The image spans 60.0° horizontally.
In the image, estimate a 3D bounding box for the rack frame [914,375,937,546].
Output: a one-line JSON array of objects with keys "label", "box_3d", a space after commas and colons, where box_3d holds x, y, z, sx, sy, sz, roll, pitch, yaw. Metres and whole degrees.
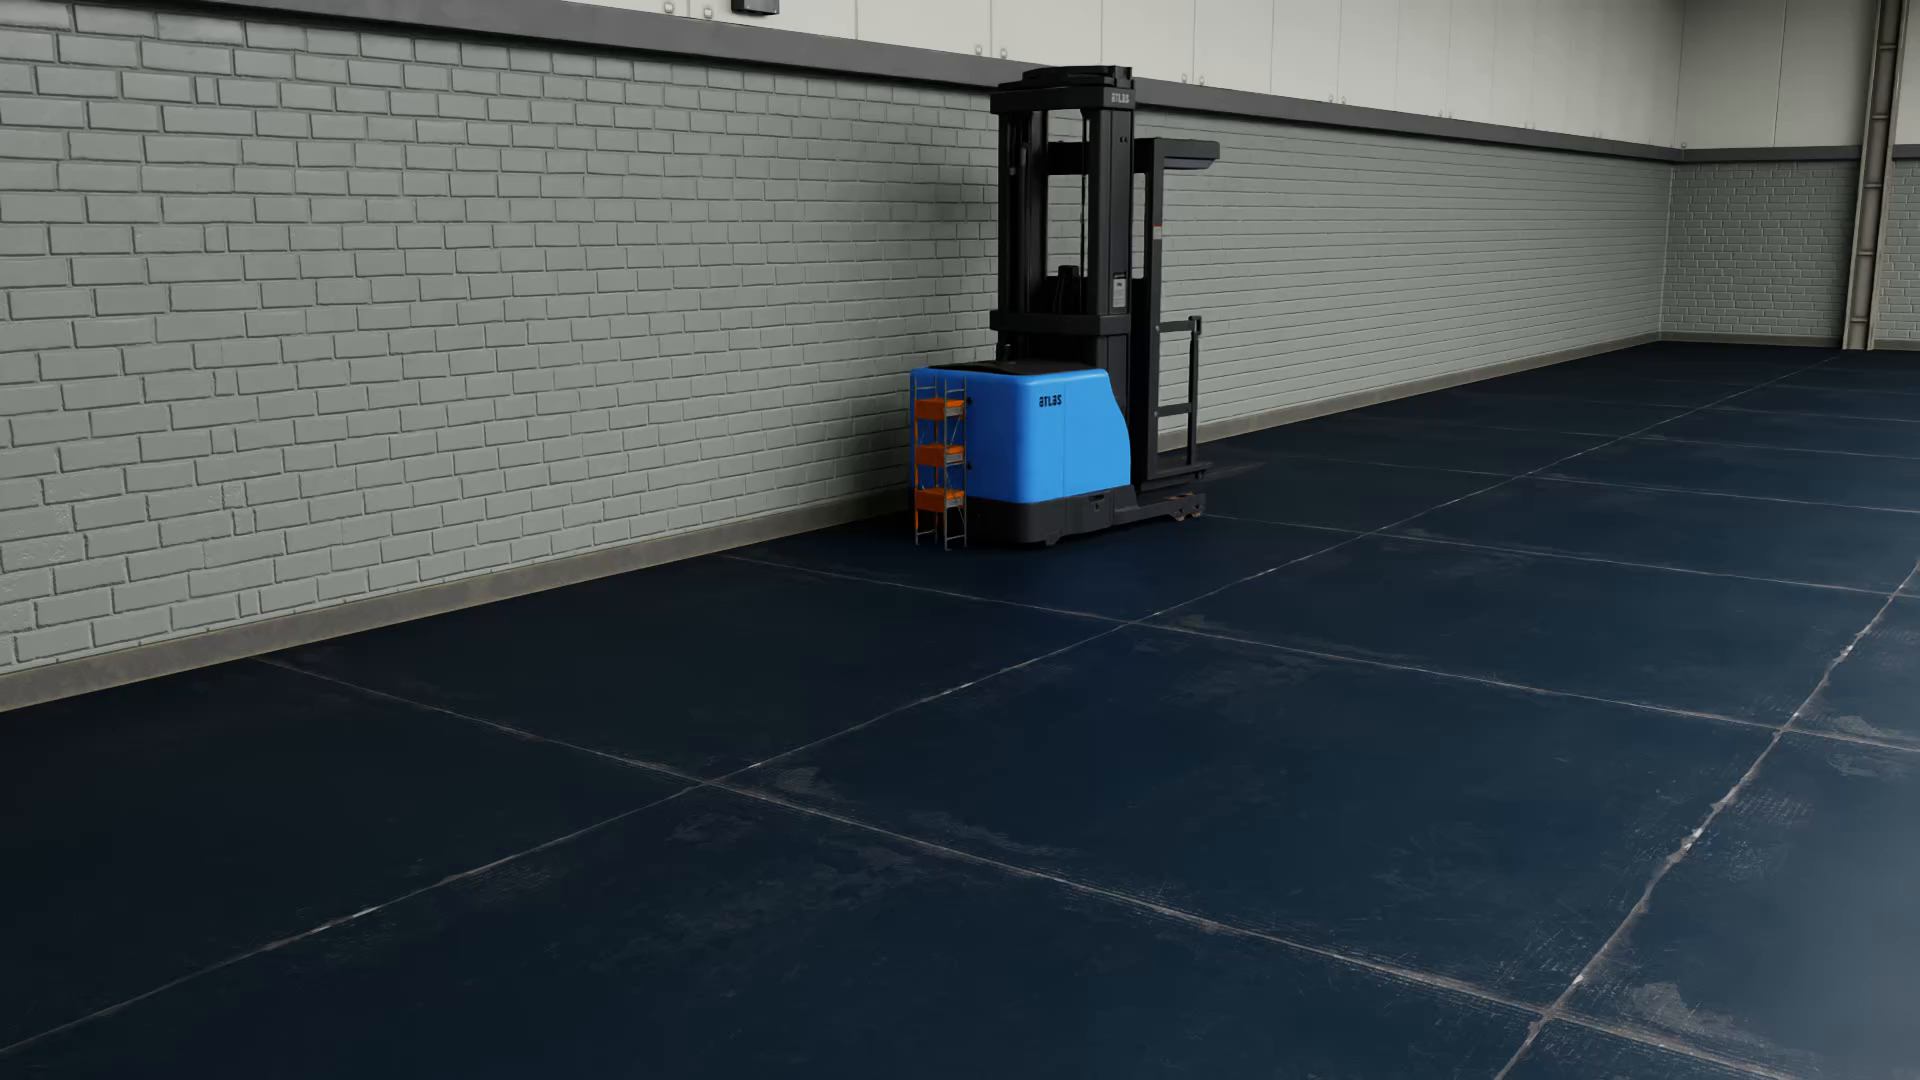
[{"label": "rack frame", "box_3d": [-0.211, -0.492, 10.306, 0.008, 1.050, 0.200, 9, 14, 40]}]

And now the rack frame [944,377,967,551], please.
[{"label": "rack frame", "box_3d": [-0.027, -0.461, 10.149, 0.008, 1.050, 0.200, 9, 14, 40]}]

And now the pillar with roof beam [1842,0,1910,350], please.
[{"label": "pillar with roof beam", "box_3d": [11.449, -6.738, 21.664, 0.400, 9.000, 9.100, 8, 13, 36]}]

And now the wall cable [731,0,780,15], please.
[{"label": "wall cable", "box_3d": [-0.607, -6.229, 10.083, 0.169, 6.003, 2.305, 8, 13, 36]}]

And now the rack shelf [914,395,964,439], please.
[{"label": "rack shelf", "box_3d": [-0.119, -0.744, 10.176, 0.240, 0.259, 0.215, 9, 14, 40]}]

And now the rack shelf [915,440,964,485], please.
[{"label": "rack shelf", "box_3d": [-0.119, -0.466, 10.229, 0.240, 0.259, 0.215, 9, 14, 40]}]

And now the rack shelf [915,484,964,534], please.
[{"label": "rack shelf", "box_3d": [-0.119, -0.193, 10.282, 0.240, 0.259, 0.215, 9, 14, 40]}]

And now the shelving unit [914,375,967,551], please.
[{"label": "shelving unit", "box_3d": [-0.119, -0.476, 10.227, 0.252, 1.050, 0.215, 9, 14, 40]}]

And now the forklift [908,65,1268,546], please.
[{"label": "forklift", "box_3d": [1.025, -1.622, 11.198, 1.130, 2.935, 3.031, 10, 15, 41]}]
